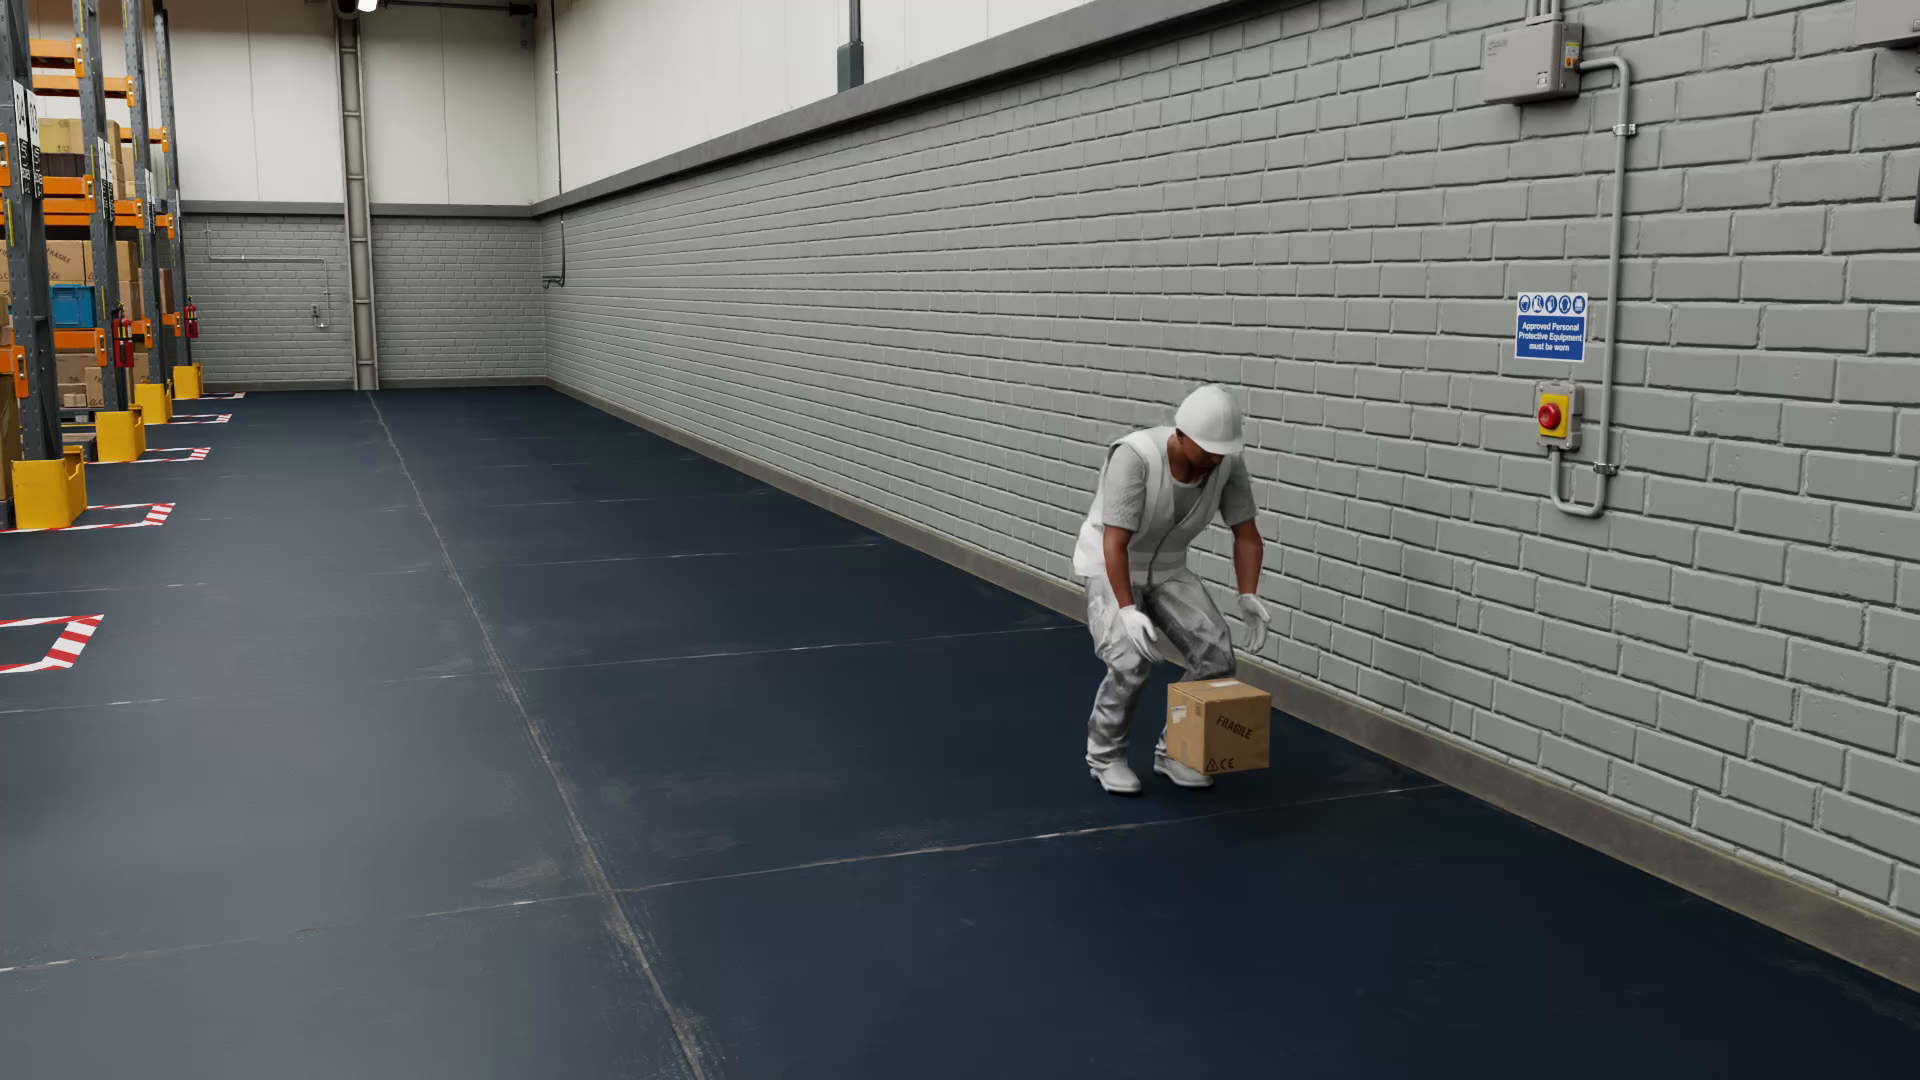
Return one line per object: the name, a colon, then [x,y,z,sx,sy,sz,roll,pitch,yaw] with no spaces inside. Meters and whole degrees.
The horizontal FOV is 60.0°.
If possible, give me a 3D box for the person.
person: [0.734,0.164,5.853,0.610,1.441,0.755,-3,9,-21]
